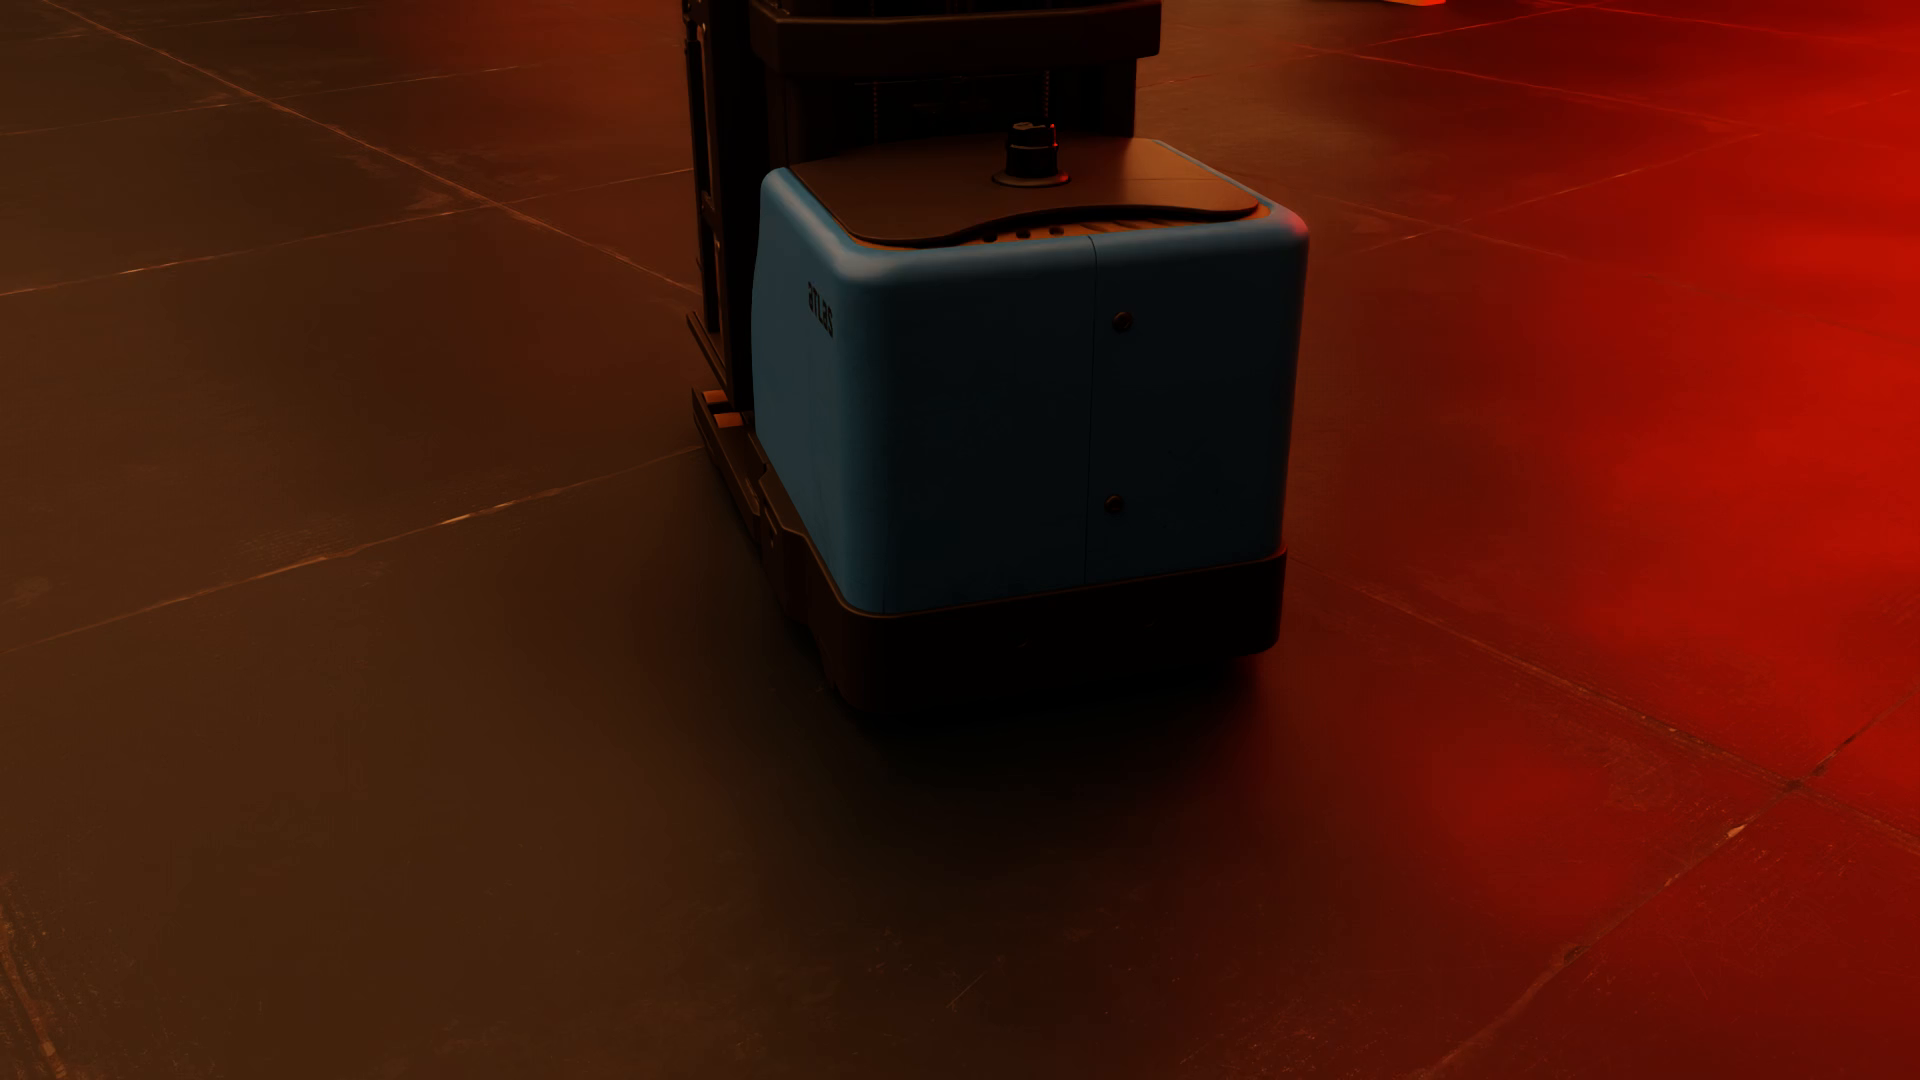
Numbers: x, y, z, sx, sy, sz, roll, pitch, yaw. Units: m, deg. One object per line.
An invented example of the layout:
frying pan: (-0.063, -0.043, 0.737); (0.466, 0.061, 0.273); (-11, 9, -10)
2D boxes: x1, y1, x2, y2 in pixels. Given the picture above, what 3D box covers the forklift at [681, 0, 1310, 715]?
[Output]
forklift: (-0.185, -1.571, 4.371); (1.130, 2.935, 3.031); (-8, 27, -16)
